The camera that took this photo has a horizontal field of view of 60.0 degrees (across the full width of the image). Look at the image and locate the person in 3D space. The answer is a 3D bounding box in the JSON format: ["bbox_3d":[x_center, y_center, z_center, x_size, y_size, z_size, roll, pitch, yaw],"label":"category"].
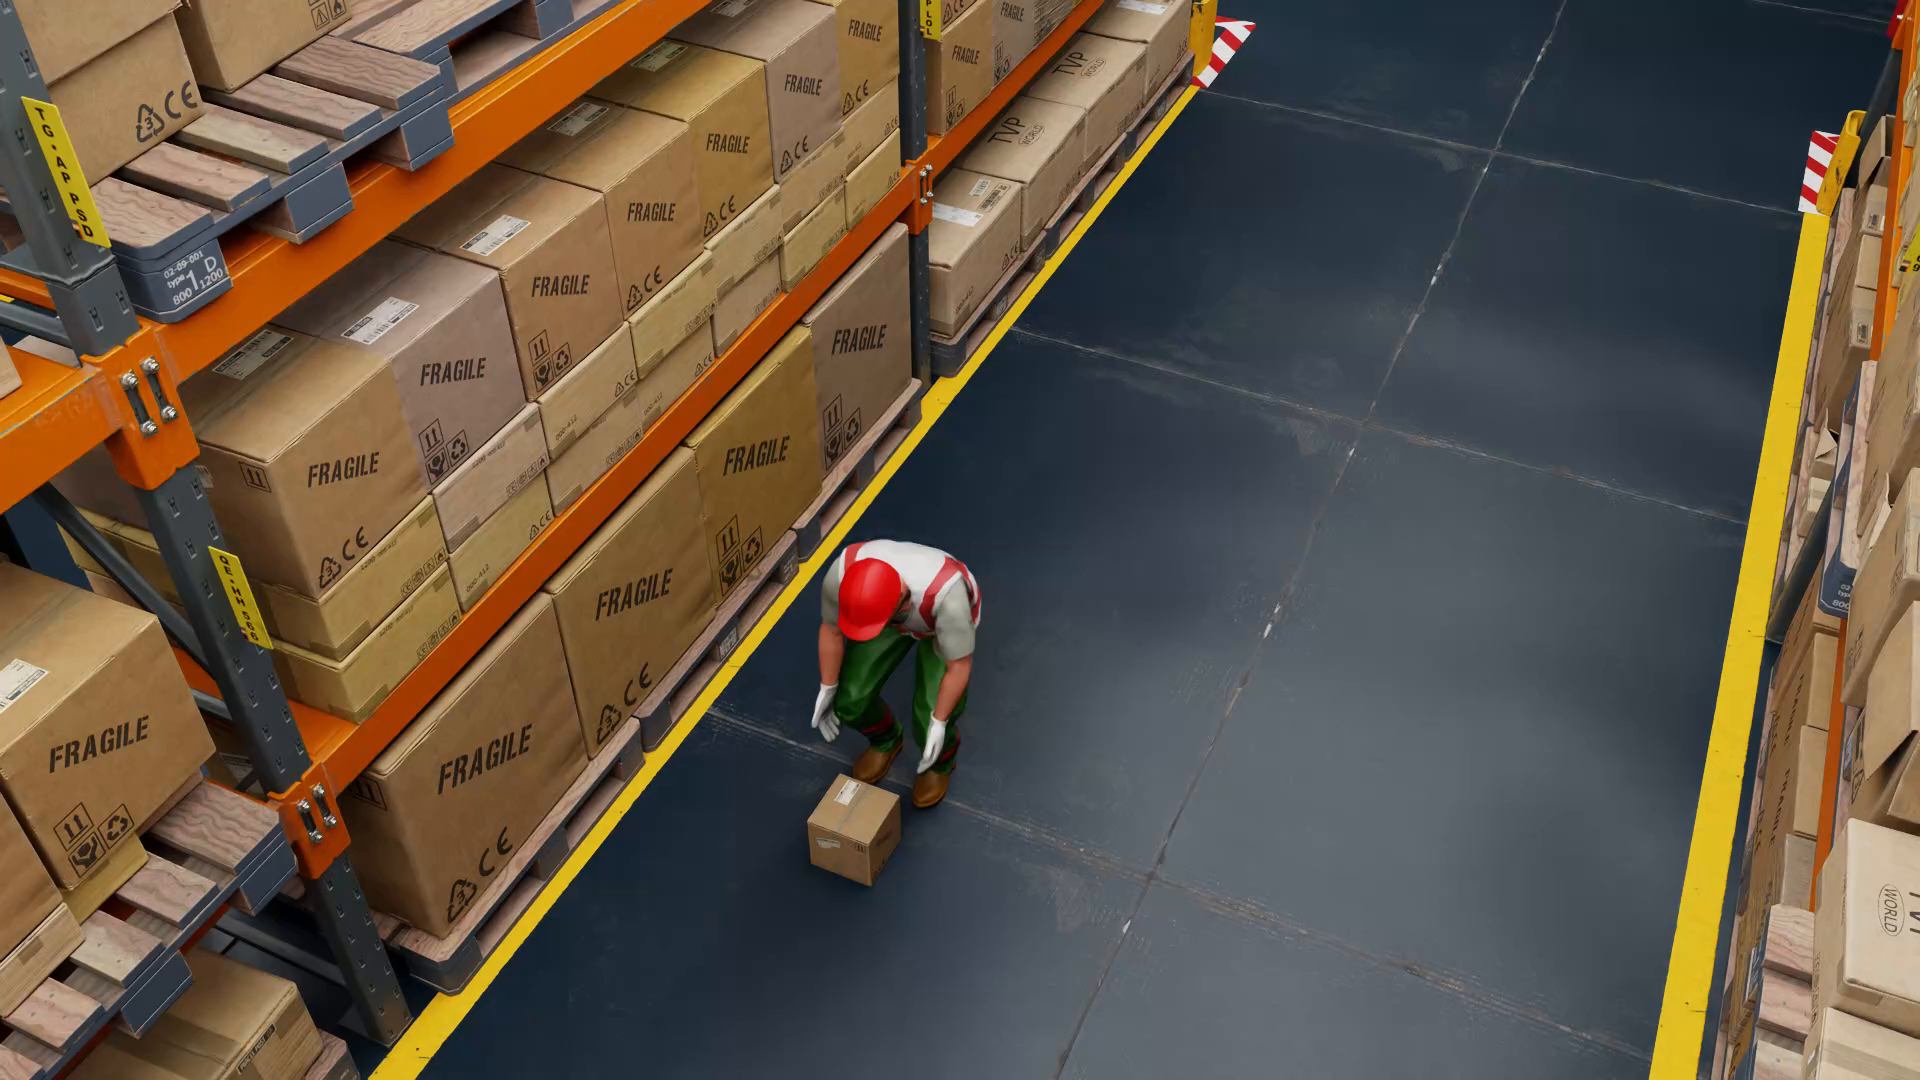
[{"bbox_3d":[-0.203,0.567,6.070,0.573,1.040,0.871,18,45,19],"label":"person"}]
